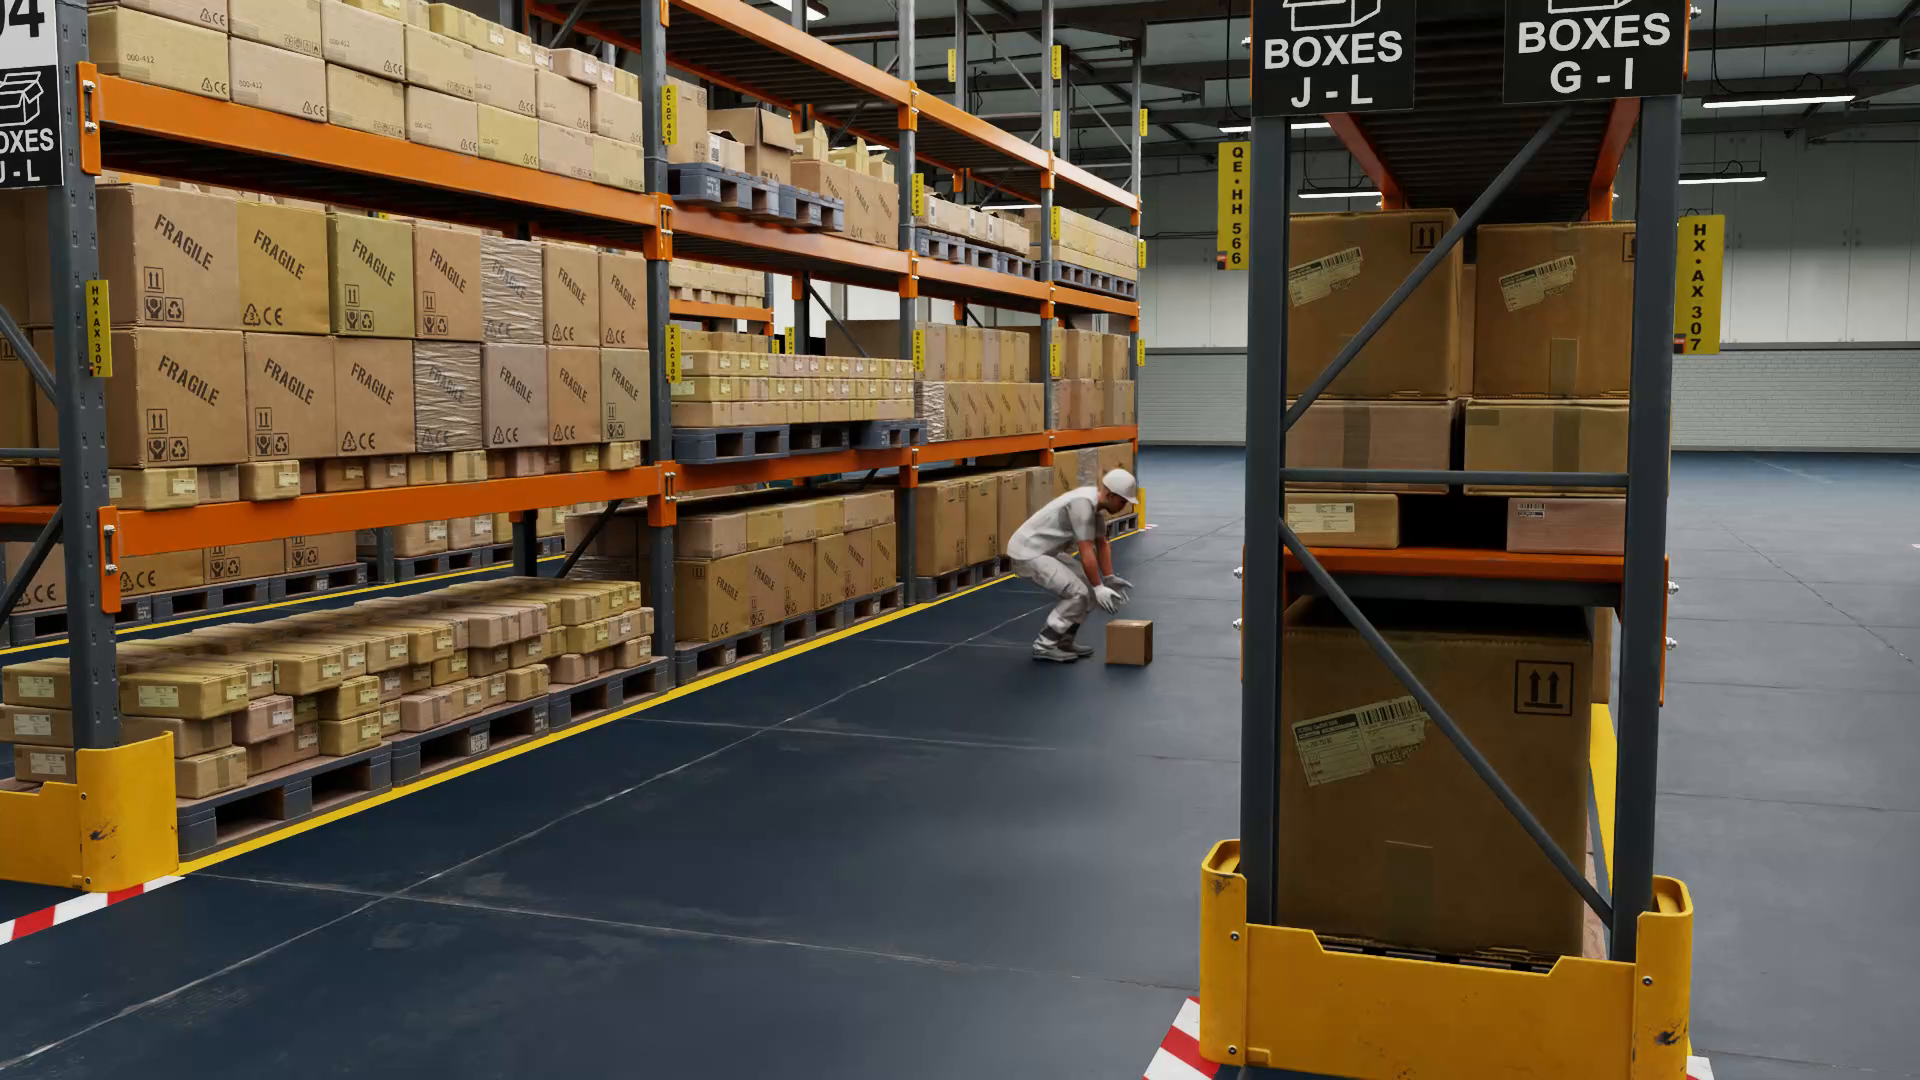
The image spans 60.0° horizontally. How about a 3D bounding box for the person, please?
[{"bbox_3d":[0.734,0.152,10.739,0.838,1.230,0.585,2,5,19],"label":"person"}]
